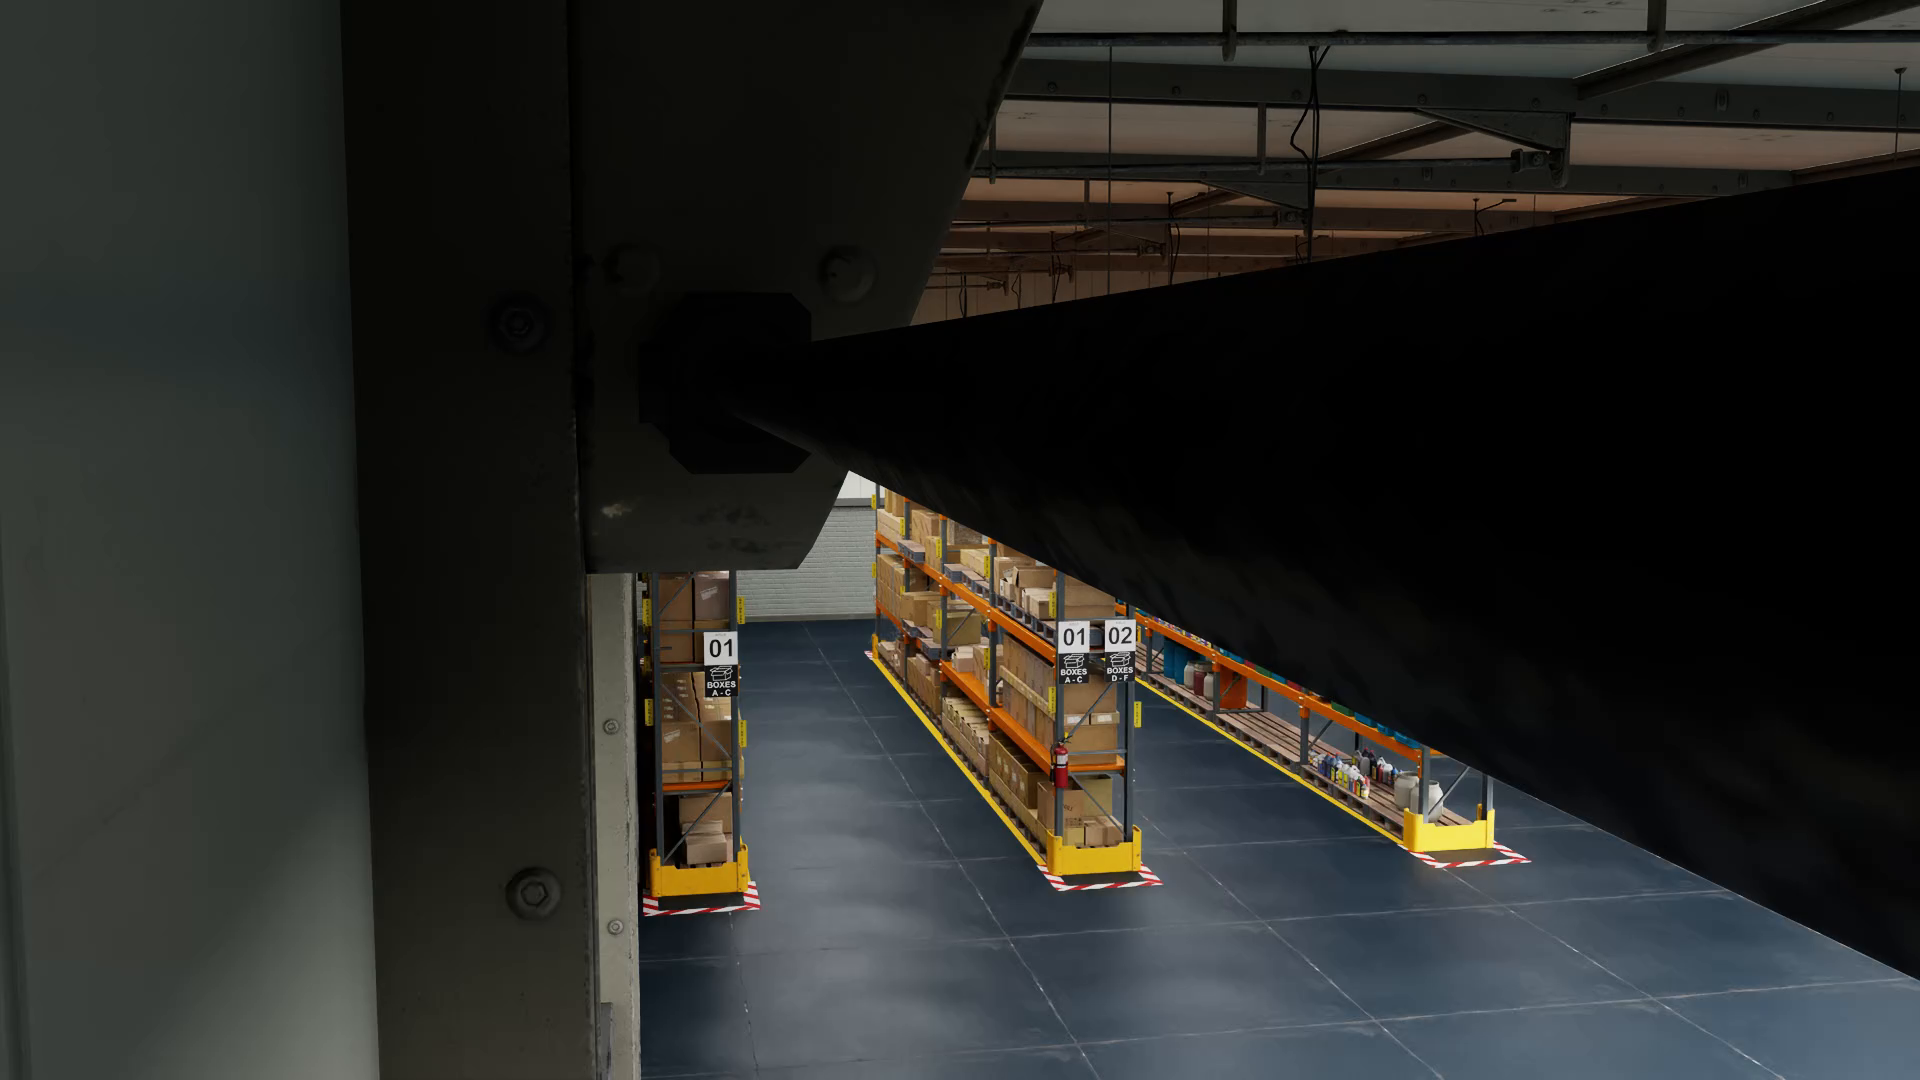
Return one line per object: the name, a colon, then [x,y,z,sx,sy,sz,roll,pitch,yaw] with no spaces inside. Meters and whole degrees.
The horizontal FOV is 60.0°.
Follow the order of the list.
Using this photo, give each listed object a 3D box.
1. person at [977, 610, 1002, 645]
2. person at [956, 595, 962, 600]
person: [0.630,1.776,36.182,0.739,1.704,0.687,-3,6,-25]
person: [-0.110,1.661,37.768,0.527,1.618,0.580,1,6,13]
